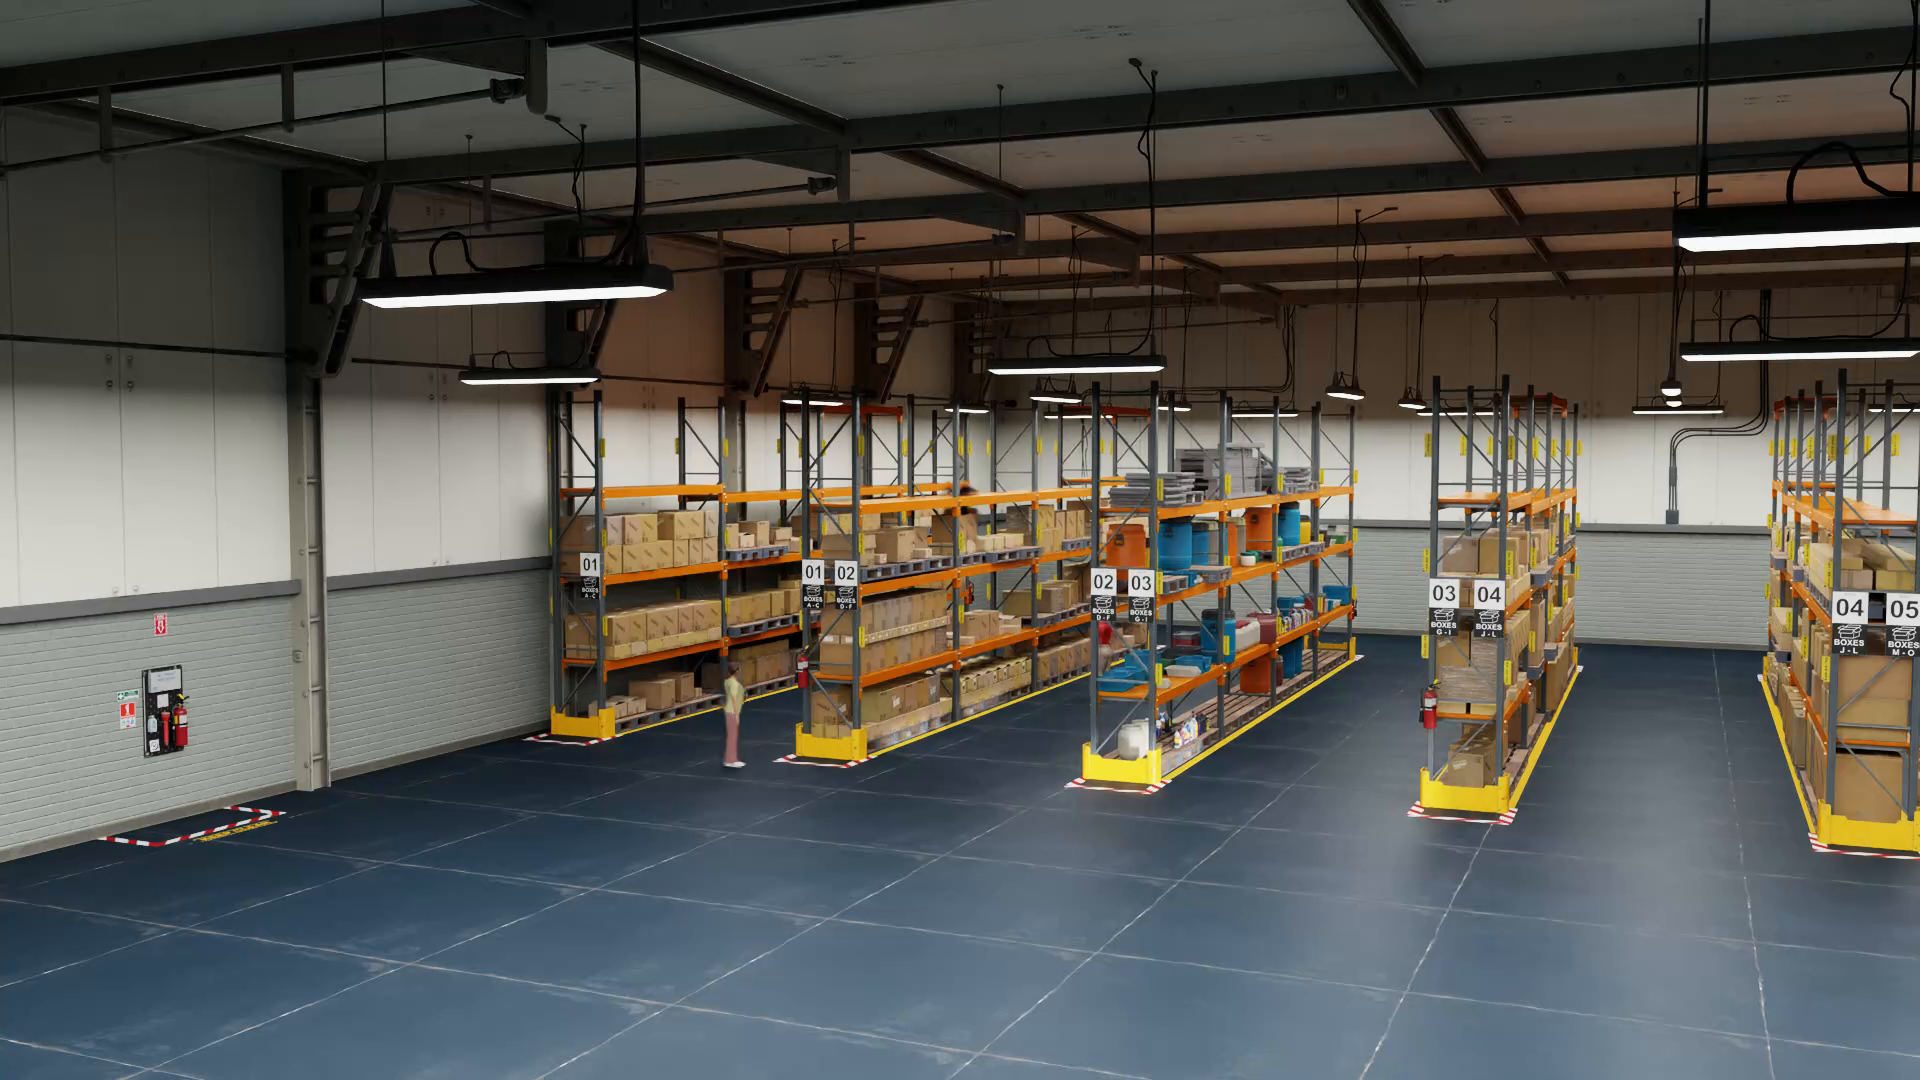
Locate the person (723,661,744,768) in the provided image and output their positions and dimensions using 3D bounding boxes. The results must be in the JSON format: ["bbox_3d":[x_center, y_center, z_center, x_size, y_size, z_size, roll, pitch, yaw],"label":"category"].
[{"bbox_3d":[-3.544,2.730,26.044,0.325,1.677,0.495,-1,3,-14],"label":"person"}]

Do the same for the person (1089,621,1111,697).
[{"bbox_3d":[2.822,2.291,33.368,0.392,1.741,0.623,2,3,25],"label":"person"}]
